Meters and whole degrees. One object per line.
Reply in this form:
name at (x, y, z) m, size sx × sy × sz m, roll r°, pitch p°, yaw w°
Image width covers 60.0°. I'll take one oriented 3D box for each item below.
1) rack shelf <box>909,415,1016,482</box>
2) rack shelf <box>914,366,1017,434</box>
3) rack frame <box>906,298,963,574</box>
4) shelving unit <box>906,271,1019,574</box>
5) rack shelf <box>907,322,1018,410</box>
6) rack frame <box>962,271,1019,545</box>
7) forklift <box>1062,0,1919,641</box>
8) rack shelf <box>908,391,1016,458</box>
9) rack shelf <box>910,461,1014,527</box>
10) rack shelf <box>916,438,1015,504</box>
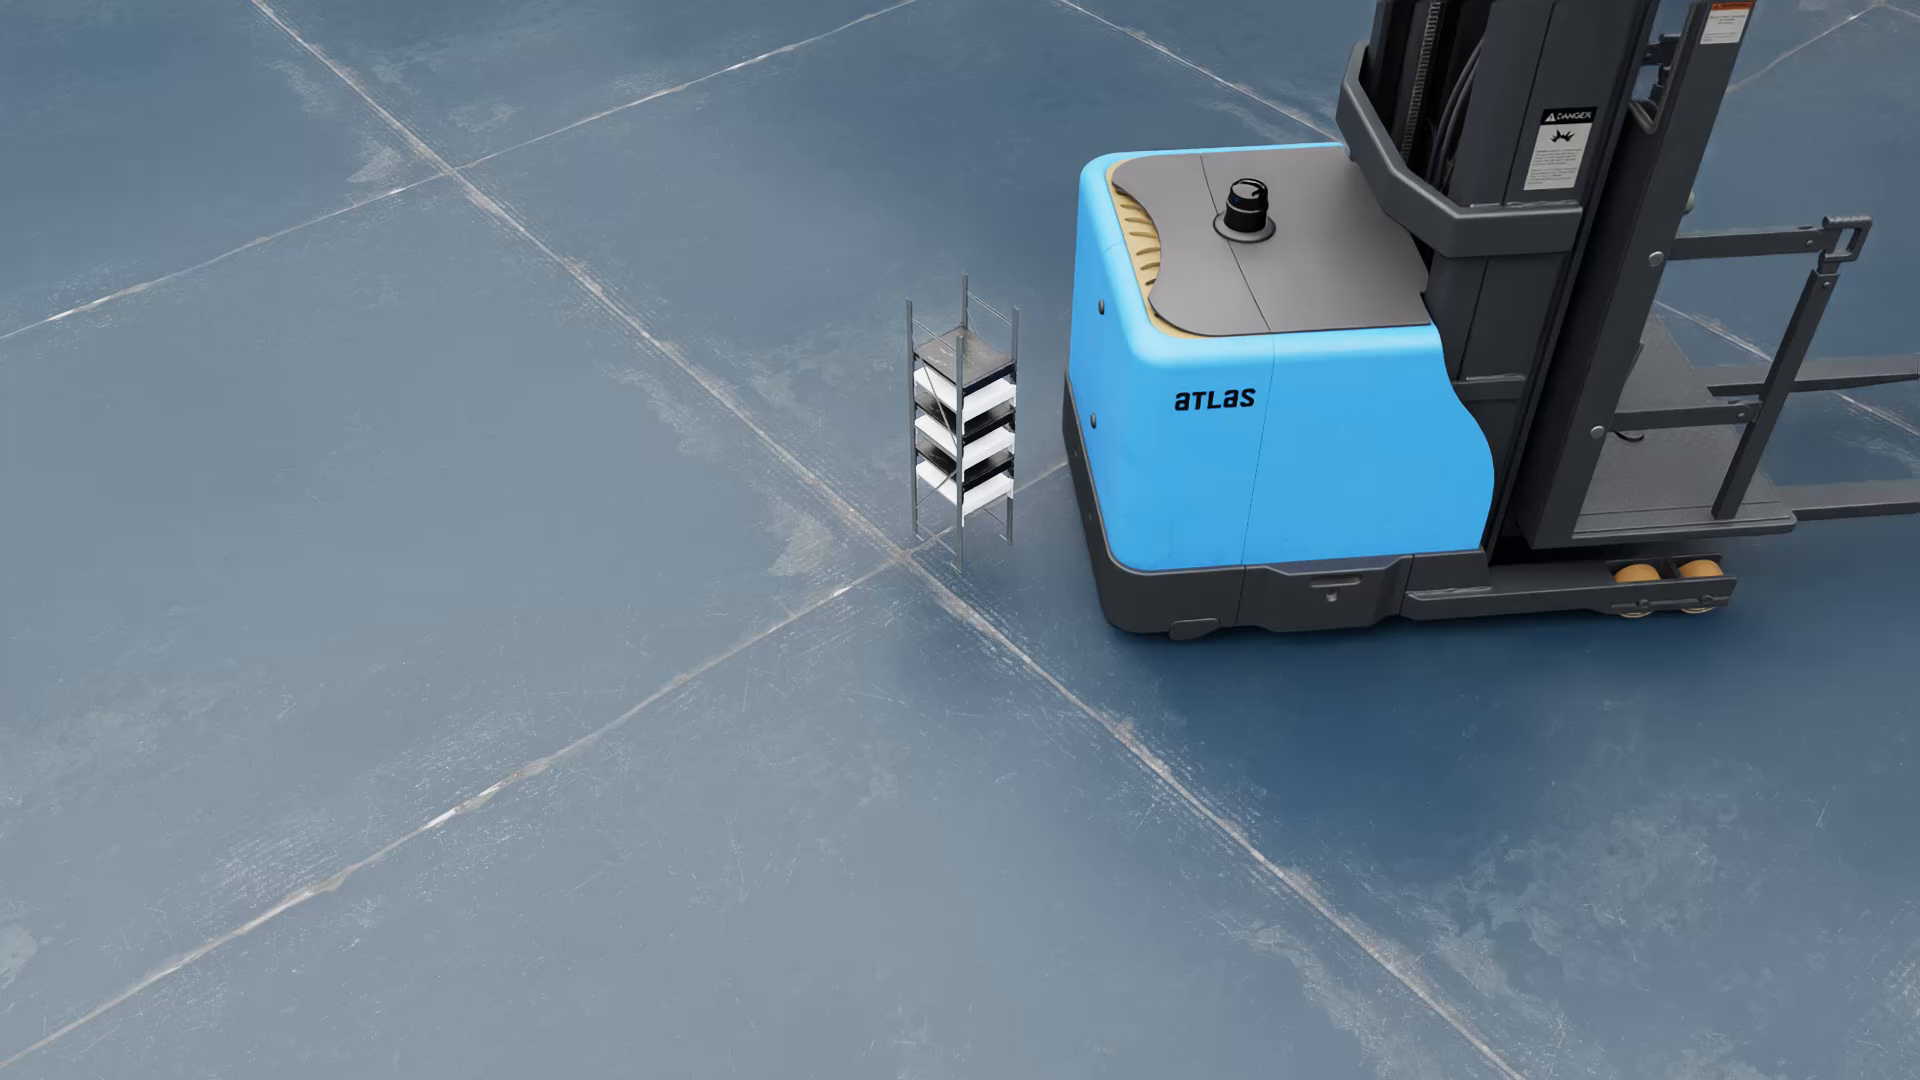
rack shelf at (0.006, -0.307, 4.969) m, size 0.200 × 0.077 × 0.258 m, roll -30°, pitch 51°, yaw -28°
rack shelf at (0.006, -0.438, 4.845) m, size 0.200 × 0.077 × 0.258 m, roll -30°, pitch 51°, yaw -28°
rack frame at (-0.072, -0.287, 4.898) m, size 0.006 × 0.900 × 0.240 m, roll -30°, pitch 51°, yaw -28°
shelving unit at (0.006, -0.332, 4.946) m, size 0.210 × 0.900 × 0.258 m, roll -30°, pitch 51°, yaw -28°
rack shelf at (0.006, -0.504, 4.784) m, size 0.200 × 0.077 × 0.258 m, roll -30°, pitch 51°, yaw -28°
rack frame at (0.084, -0.376, 4.993) m, size 0.006 × 0.900 × 0.240 m, roll -30°, pitch 51°, yaw -28°
forklift at (1.888, -1.194, 4.380) m, size 3.031 × 2.935 × 1.130 m, roll -4°, pitch 43°, yaw -4°
rack shelf at (0.006, -0.373, 4.907) m, size 0.200 × 0.077 × 0.258 m, roll -30°, pitch 51°, yaw -28°
rack shelf at (0.006, -0.176, 5.092) m, size 0.200 × 0.077 × 0.258 m, roll -30°, pitch 51°, yaw -28°
rack shelf at (0.006, -0.242, 5.030) m, size 0.200 × 0.077 × 0.258 m, roll -30°, pitch 51°, yaw -28°
